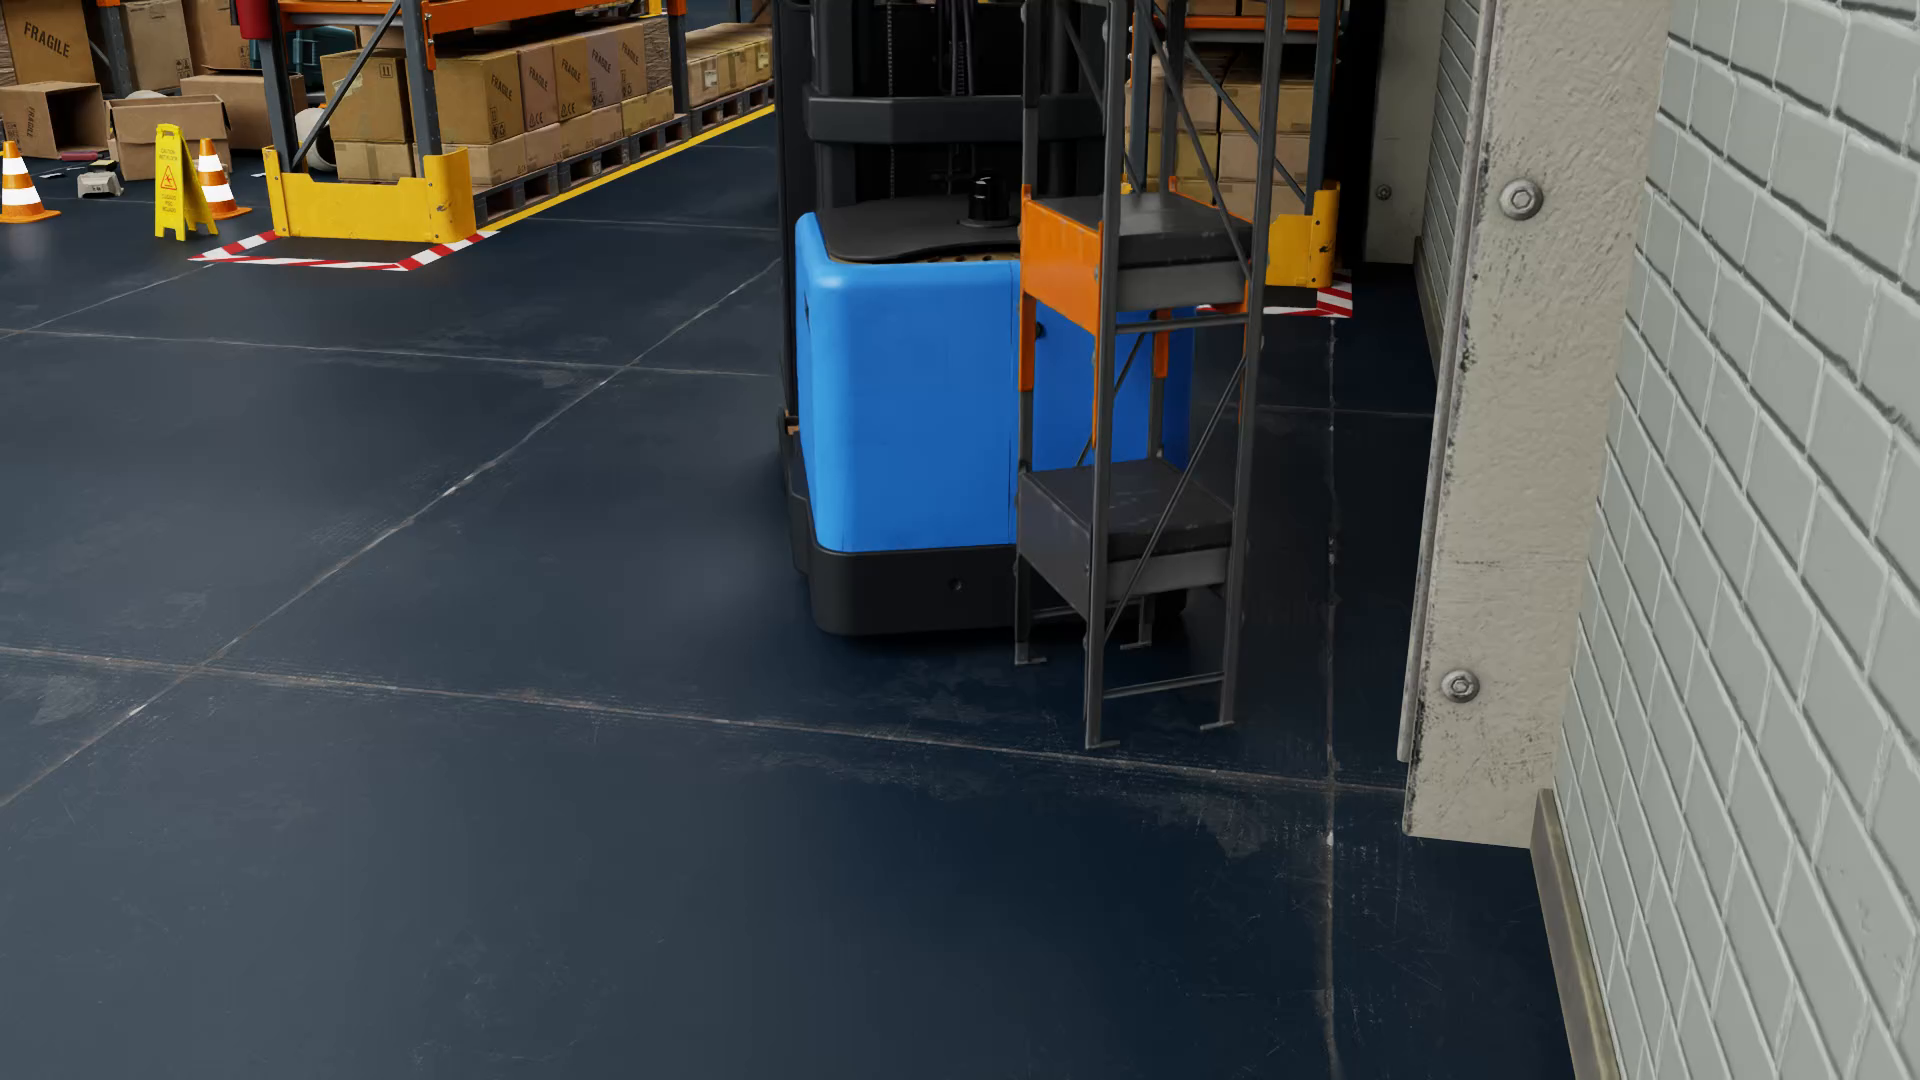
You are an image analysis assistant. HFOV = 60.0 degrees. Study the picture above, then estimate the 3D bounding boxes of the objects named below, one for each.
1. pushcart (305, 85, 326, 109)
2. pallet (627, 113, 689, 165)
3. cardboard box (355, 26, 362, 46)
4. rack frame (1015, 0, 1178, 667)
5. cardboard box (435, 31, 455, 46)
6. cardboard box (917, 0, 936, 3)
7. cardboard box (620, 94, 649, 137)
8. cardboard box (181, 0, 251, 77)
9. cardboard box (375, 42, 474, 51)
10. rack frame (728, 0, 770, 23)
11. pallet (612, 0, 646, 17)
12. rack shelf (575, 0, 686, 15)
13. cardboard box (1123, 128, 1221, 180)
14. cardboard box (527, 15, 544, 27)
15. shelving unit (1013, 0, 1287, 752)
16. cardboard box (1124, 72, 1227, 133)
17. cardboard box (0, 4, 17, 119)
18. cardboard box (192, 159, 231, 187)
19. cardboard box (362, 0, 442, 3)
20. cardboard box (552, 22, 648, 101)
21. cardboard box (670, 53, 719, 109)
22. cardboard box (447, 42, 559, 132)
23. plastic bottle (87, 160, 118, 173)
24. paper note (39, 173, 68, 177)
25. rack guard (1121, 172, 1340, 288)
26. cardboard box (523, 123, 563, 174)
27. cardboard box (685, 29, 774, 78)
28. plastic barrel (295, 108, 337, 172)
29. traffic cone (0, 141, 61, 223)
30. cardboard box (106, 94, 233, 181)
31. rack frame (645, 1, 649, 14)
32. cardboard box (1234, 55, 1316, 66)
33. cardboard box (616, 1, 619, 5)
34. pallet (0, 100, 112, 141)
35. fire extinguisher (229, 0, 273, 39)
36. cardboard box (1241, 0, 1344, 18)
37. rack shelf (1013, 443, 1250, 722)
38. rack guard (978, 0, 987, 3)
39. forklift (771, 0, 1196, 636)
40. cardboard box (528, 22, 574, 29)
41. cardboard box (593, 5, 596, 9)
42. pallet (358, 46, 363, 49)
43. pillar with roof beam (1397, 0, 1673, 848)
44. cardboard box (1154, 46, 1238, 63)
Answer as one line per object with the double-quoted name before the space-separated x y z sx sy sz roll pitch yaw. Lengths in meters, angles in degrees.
"pushcart" -4.904 -3.581 13.739 1.648 0.377 0.936 -3 22 -8
"pallet" -2.764 -3.100 12.768 1.003 0.211 1.213 4 22 11
"cardboard box" -6.318 -5.719 18.324 0.500 0.500 0.500 4 22 9
"rack frame" 0.341 -0.655 4.165 0.400 2.100 0.015 -7 23 -18
"cardboard box" -3.506 -3.291 10.756 0.380 0.149 0.250 5 22 12
"cardboard box" -0.796 -6.795 21.078 0.875 0.438 0.875 4 22 10
"cardboard box" -2.618 -3.129 12.225 0.500 0.250 0.500 4 22 9
"cardboard box" -7.289 -4.720 15.506 1.050 0.750 0.750 4 22 11
"cardboard box" -3.466 -2.950 10.778 0.500 0.500 0.500 5 23 13
"rack frame" -1.845 -6.105 16.496 1.000 3.000 0.127 4 22 11
"pallet" -5.295 -7.755 24.326 1.003 0.211 1.213 4 22 11
"rack shelf" -2.253 -5.039 14.814 1.077 0.370 4.000 4 22 11
"cardboard box" 1.176 -2.155 9.138 0.500 0.250 0.500 4 22 10
"cardboard box" -3.234 -3.785 11.984 0.380 0.149 0.250 5 23 13
"shelving unit" 0.420 -0.568 3.951 0.431 2.100 0.503 -7 23 -18
"cardboard box" 1.171 -2.377 9.021 0.500 0.250 0.500 5 23 13
"cardboard box" -7.905 -3.637 12.650 0.875 0.875 0.875 5 22 11
"cardboard box" -5.188 -2.489 11.336 0.380 0.149 0.250 18 28 38
"cardboard box" -3.206 -3.171 9.547 0.380 0.149 0.250 5 22 11
"cardboard box" -2.622 -3.486 12.108 0.500 0.500 0.500 5 22 12
"cardboard box" -2.557 -3.810 13.753 0.950 0.372 0.625 5 22 12
"cardboard box" -2.936 -2.920 10.704 0.500 0.500 0.500 4 22 9
"plastic bottle" -6.148 -2.685 11.938 0.133 0.061 0.283 -3 22 -8
"paper note" -6.371 -2.570 11.696 0.144 0.017 0.142 13 25 29
"rack guard" 1.377 -1.633 8.740 1.175 0.500 0.348 4 22 11
"cardboard box" -2.931 -2.558 10.809 0.500 0.250 0.500 5 23 13
"cardboard box" -2.113 -4.604 15.725 0.950 0.372 0.625 4 22 10
"plastic barrel" -4.538 -2.855 11.875 0.421 0.421 0.512 -16 27 -35
"traffic cone" -5.809 -2.218 10.241 0.336 0.463 0.334 4 22 11
"cardboard box" -5.598 -2.856 11.772 0.797 0.503 0.637 -11 25 -26
"rack frame" -5.079 -9.371 24.606 1.000 3.000 0.127 4 22 11
"cardboard box" 1.877 -2.711 9.851 0.500 0.250 0.500 4 22 11
"cardboard box" -5.112 -7.752 23.839 0.380 0.149 0.250 5 22 11
"pallet" -7.760 -3.416 13.554 1.003 0.211 1.213 4 22 11
"fire extinguisher" -3.952 -3.136 9.229 0.296 0.674 0.183 4 22 11
"cardboard box" 1.755 -3.008 8.674 0.500 0.500 0.500 5 23 13
"rack shelf" 0.419 0.093 4.220 0.431 0.518 0.480 -7 23 -18
"rack guard" -0.208 -7.880 24.249 1.175 0.500 0.348 4 22 11
"forklift" -0.076 -1.614 5.438 1.130 2.935 3.031 -3 22 -7
"cardboard box" -3.144 -3.517 12.186 0.500 0.500 0.500 5 23 13
"cardboard box" -5.303 -7.468 23.136 0.380 0.149 0.250 5 22 12
"pallet" -6.551 -5.437 18.571 1.003 0.211 1.213 4 22 11
"pillar with roof beam" -3.032 -3.904 3.002 9.100 9.000 0.400 4 22 11
"cardboard box" 1.473 -2.934 10.404 0.500 0.250 0.500 4 22 10
